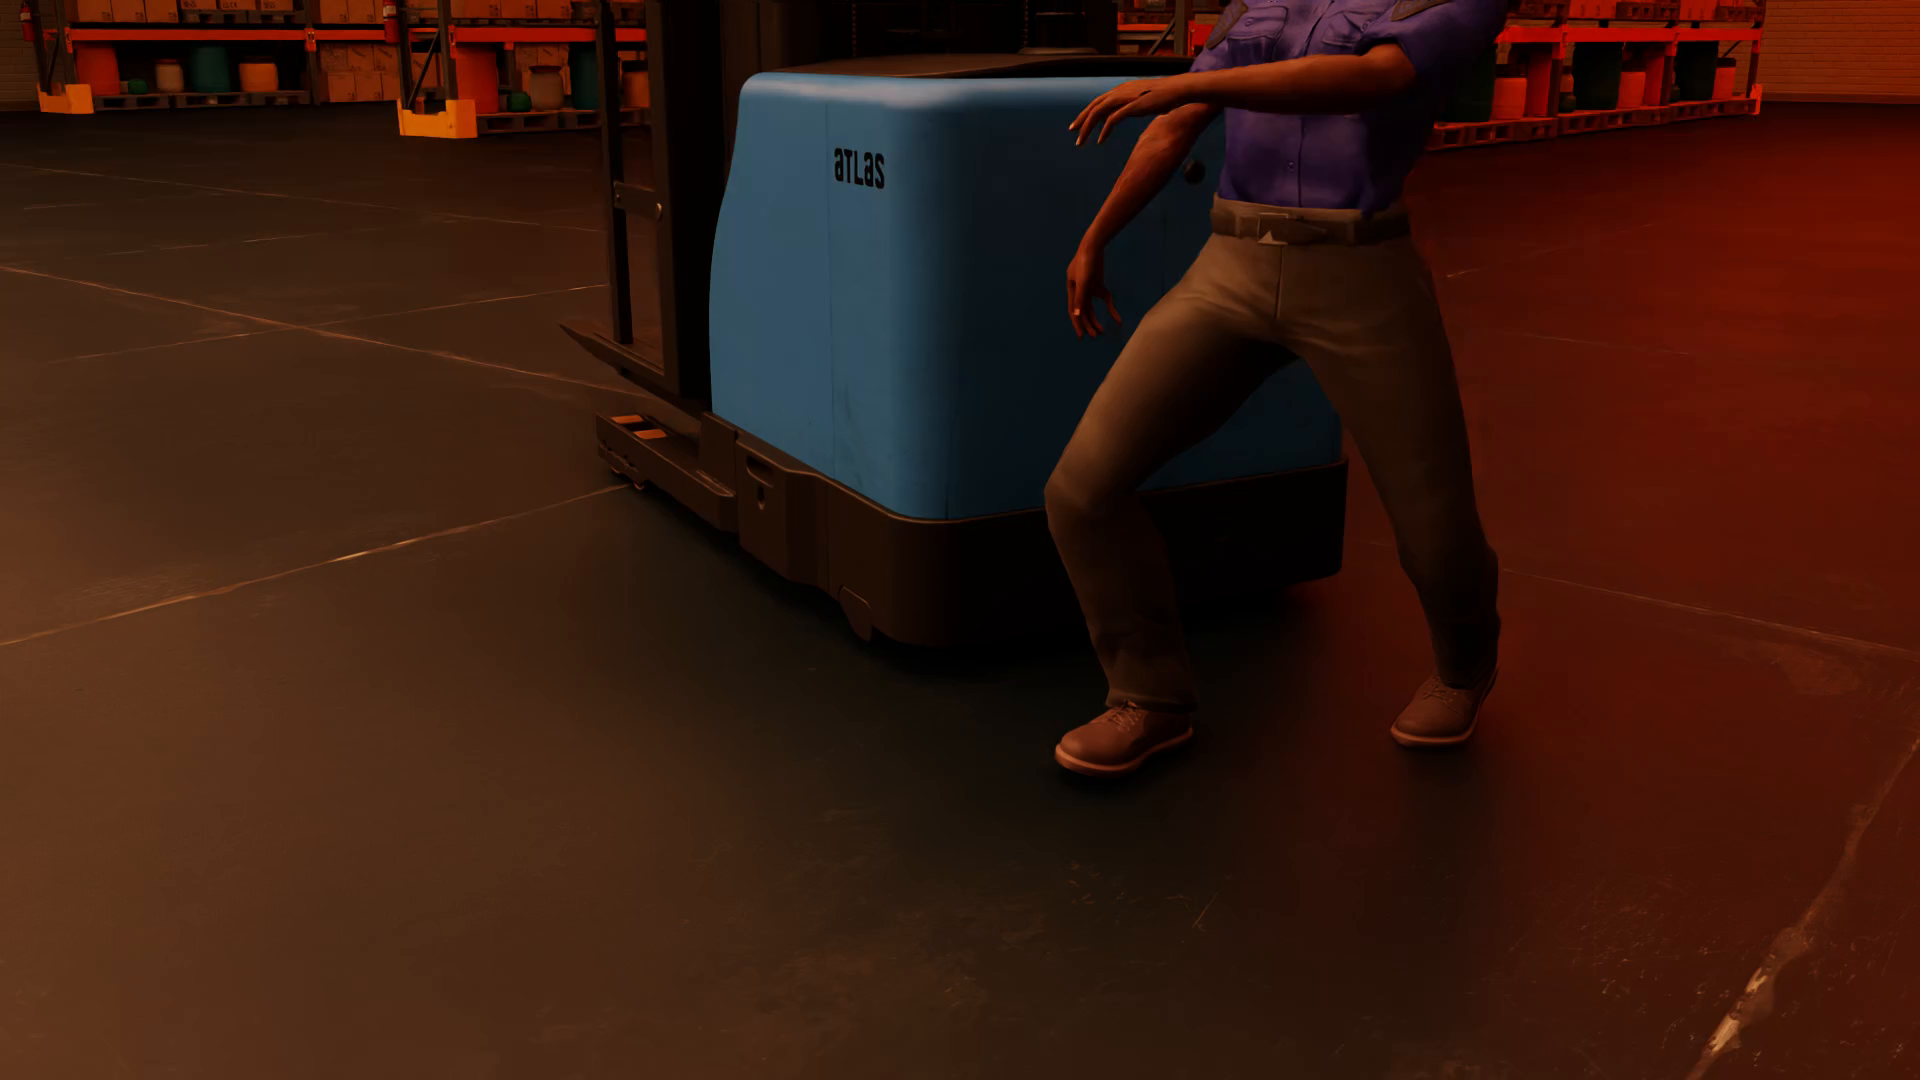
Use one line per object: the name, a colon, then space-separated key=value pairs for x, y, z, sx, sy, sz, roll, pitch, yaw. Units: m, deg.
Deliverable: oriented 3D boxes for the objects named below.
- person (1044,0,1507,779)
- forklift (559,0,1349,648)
person: x=0.473 y=-0.379 z=2.555 sx=0.719 sy=1.527 sz=0.838 roll=11 pitch=20 yaw=31
forklift: x=-0.336 y=-1.584 z=4.115 sx=1.130 sy=2.935 sz=3.031 roll=-9 pitch=19 yaw=-27
